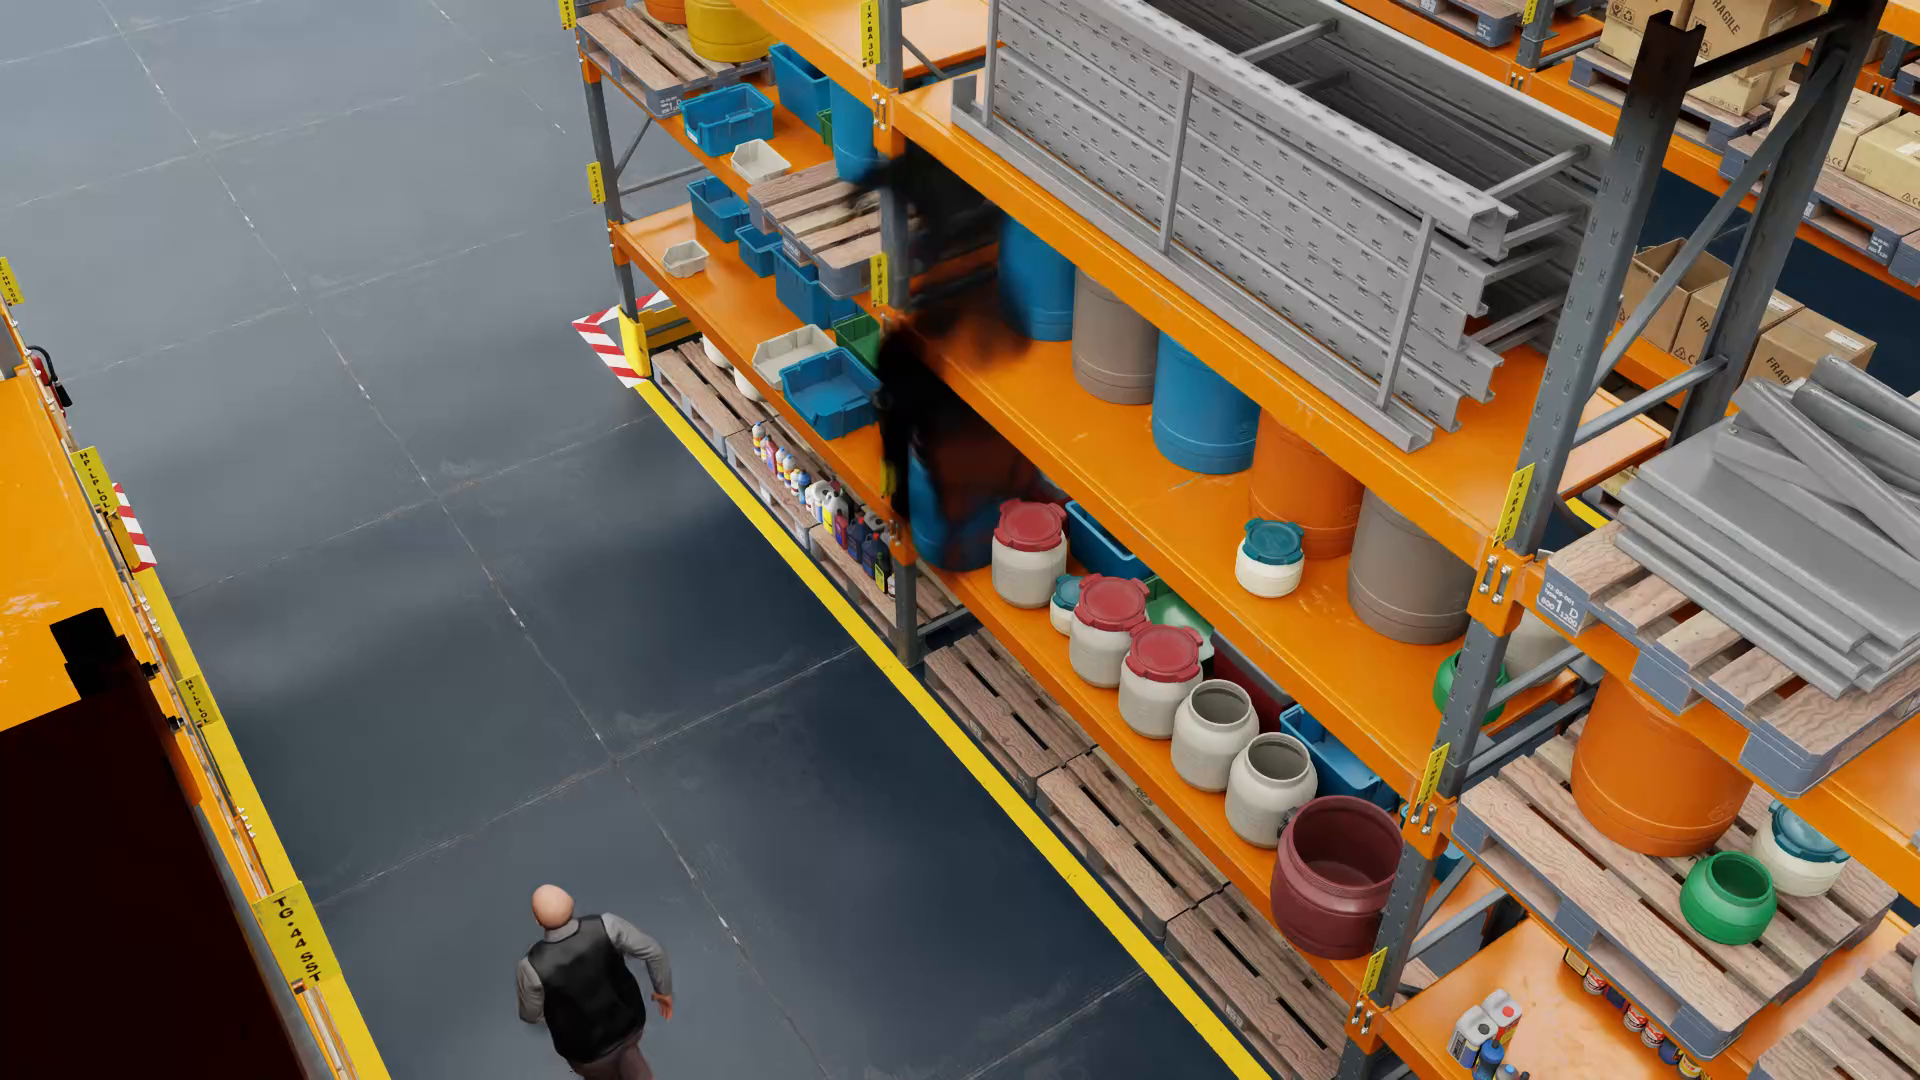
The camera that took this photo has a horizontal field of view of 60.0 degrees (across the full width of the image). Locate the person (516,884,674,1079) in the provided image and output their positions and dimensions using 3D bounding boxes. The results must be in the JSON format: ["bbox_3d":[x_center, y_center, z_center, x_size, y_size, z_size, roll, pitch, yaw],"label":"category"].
[{"bbox_3d":[-1.689,2.213,7.728,0.648,1.662,0.719,-33,52,-30],"label":"person"}]
